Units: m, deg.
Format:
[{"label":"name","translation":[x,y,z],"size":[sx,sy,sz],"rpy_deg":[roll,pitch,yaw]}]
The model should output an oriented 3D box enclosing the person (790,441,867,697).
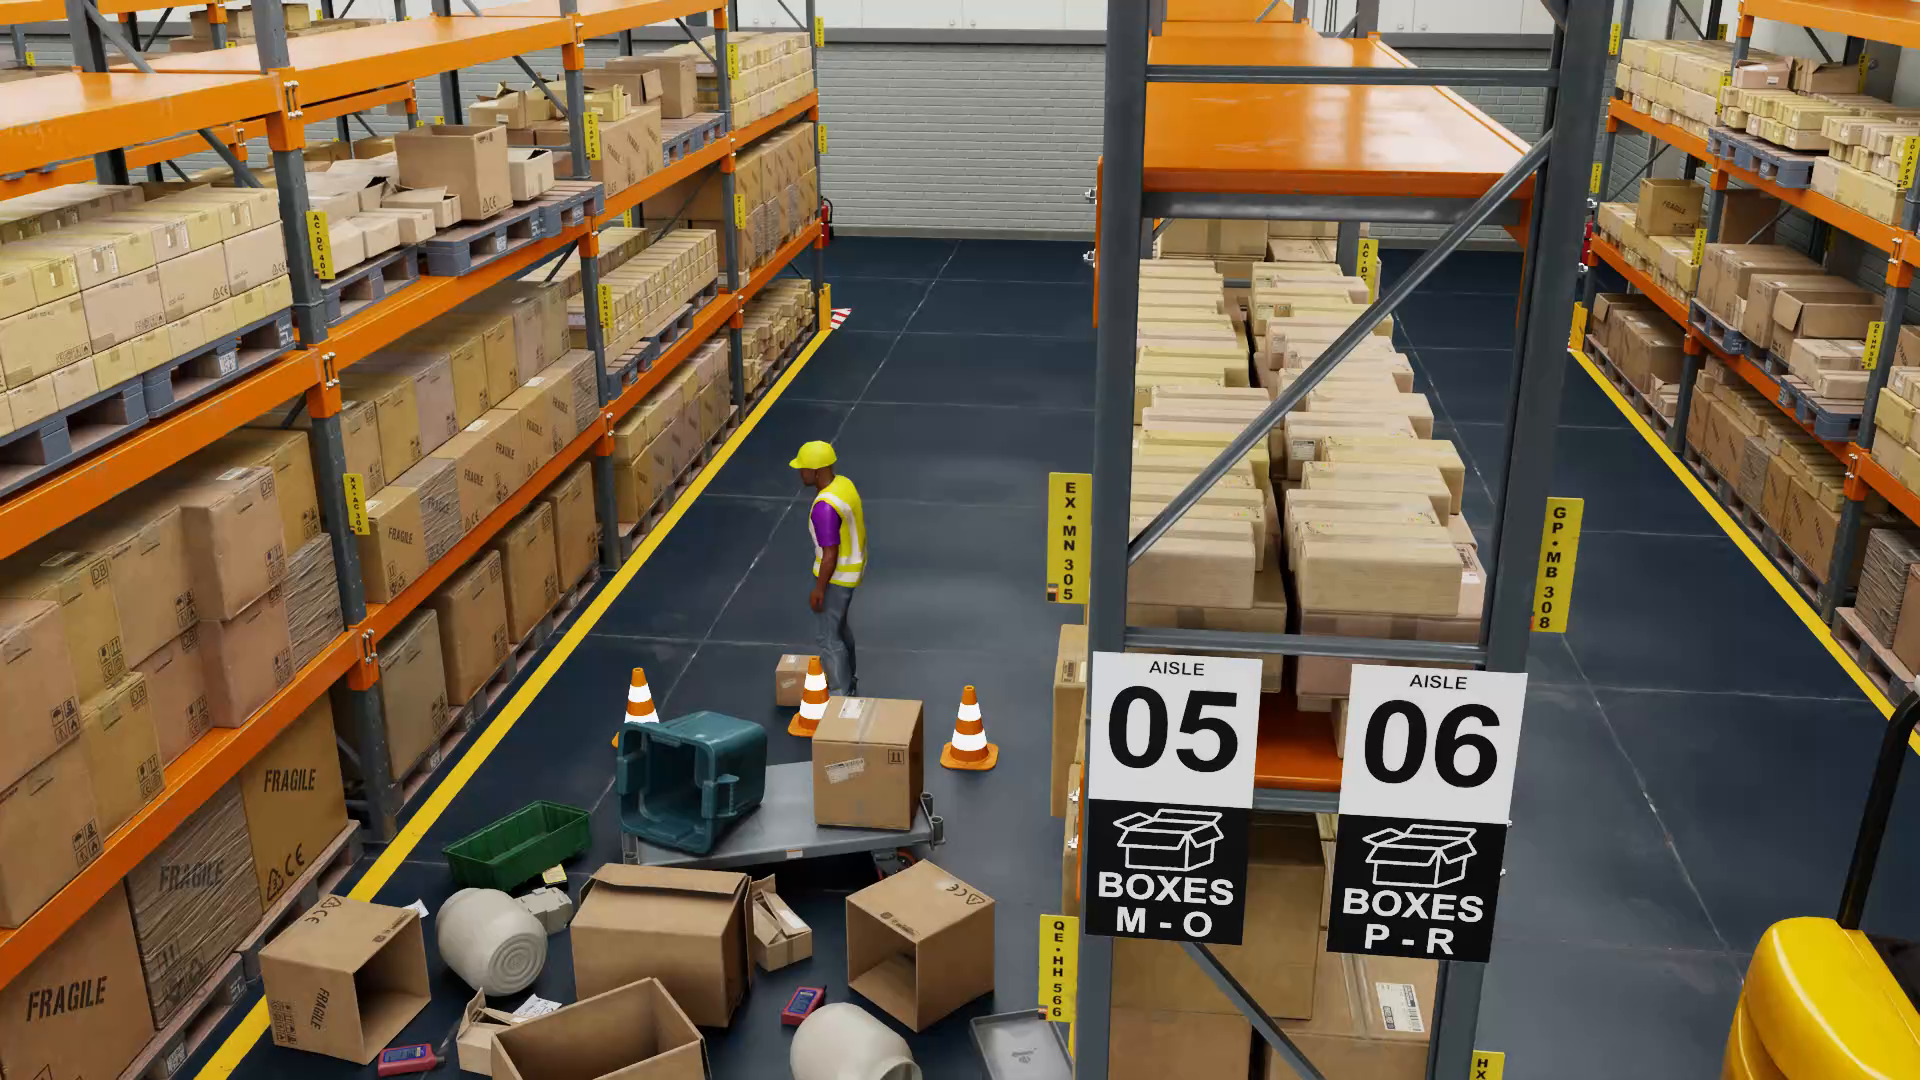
[{"label":"person","translation":[-0.818,0.213,10.507],"size":[0.457,1.757,0.628],"rpy_deg":[3,21,7]}]
